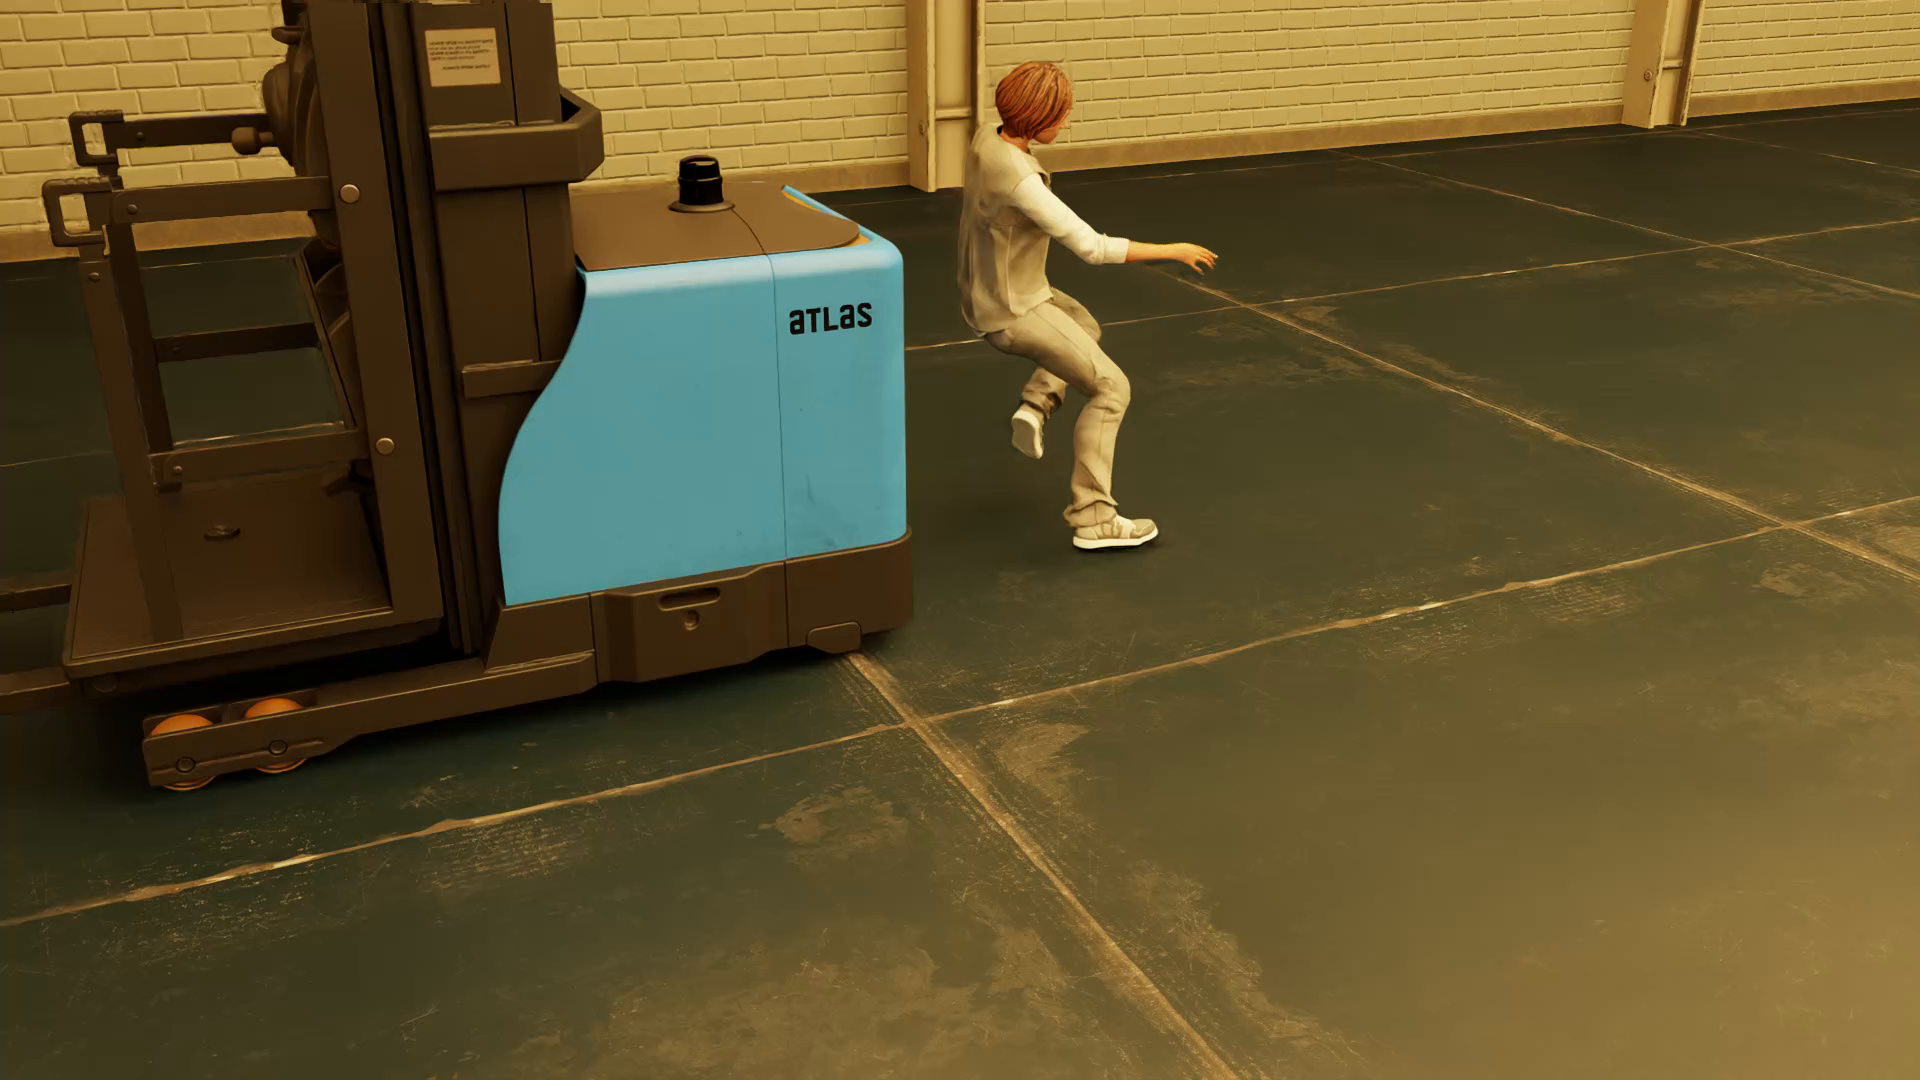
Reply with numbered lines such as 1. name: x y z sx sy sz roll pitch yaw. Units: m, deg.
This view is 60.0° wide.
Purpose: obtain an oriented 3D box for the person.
1. person: 0.363 -0.745 5.067 0.698 1.393 0.720 -5 23 -12

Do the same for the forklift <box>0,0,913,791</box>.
1. forklift: -1.690 -1.019 3.740 3.031 2.935 1.130 -10 24 -22
